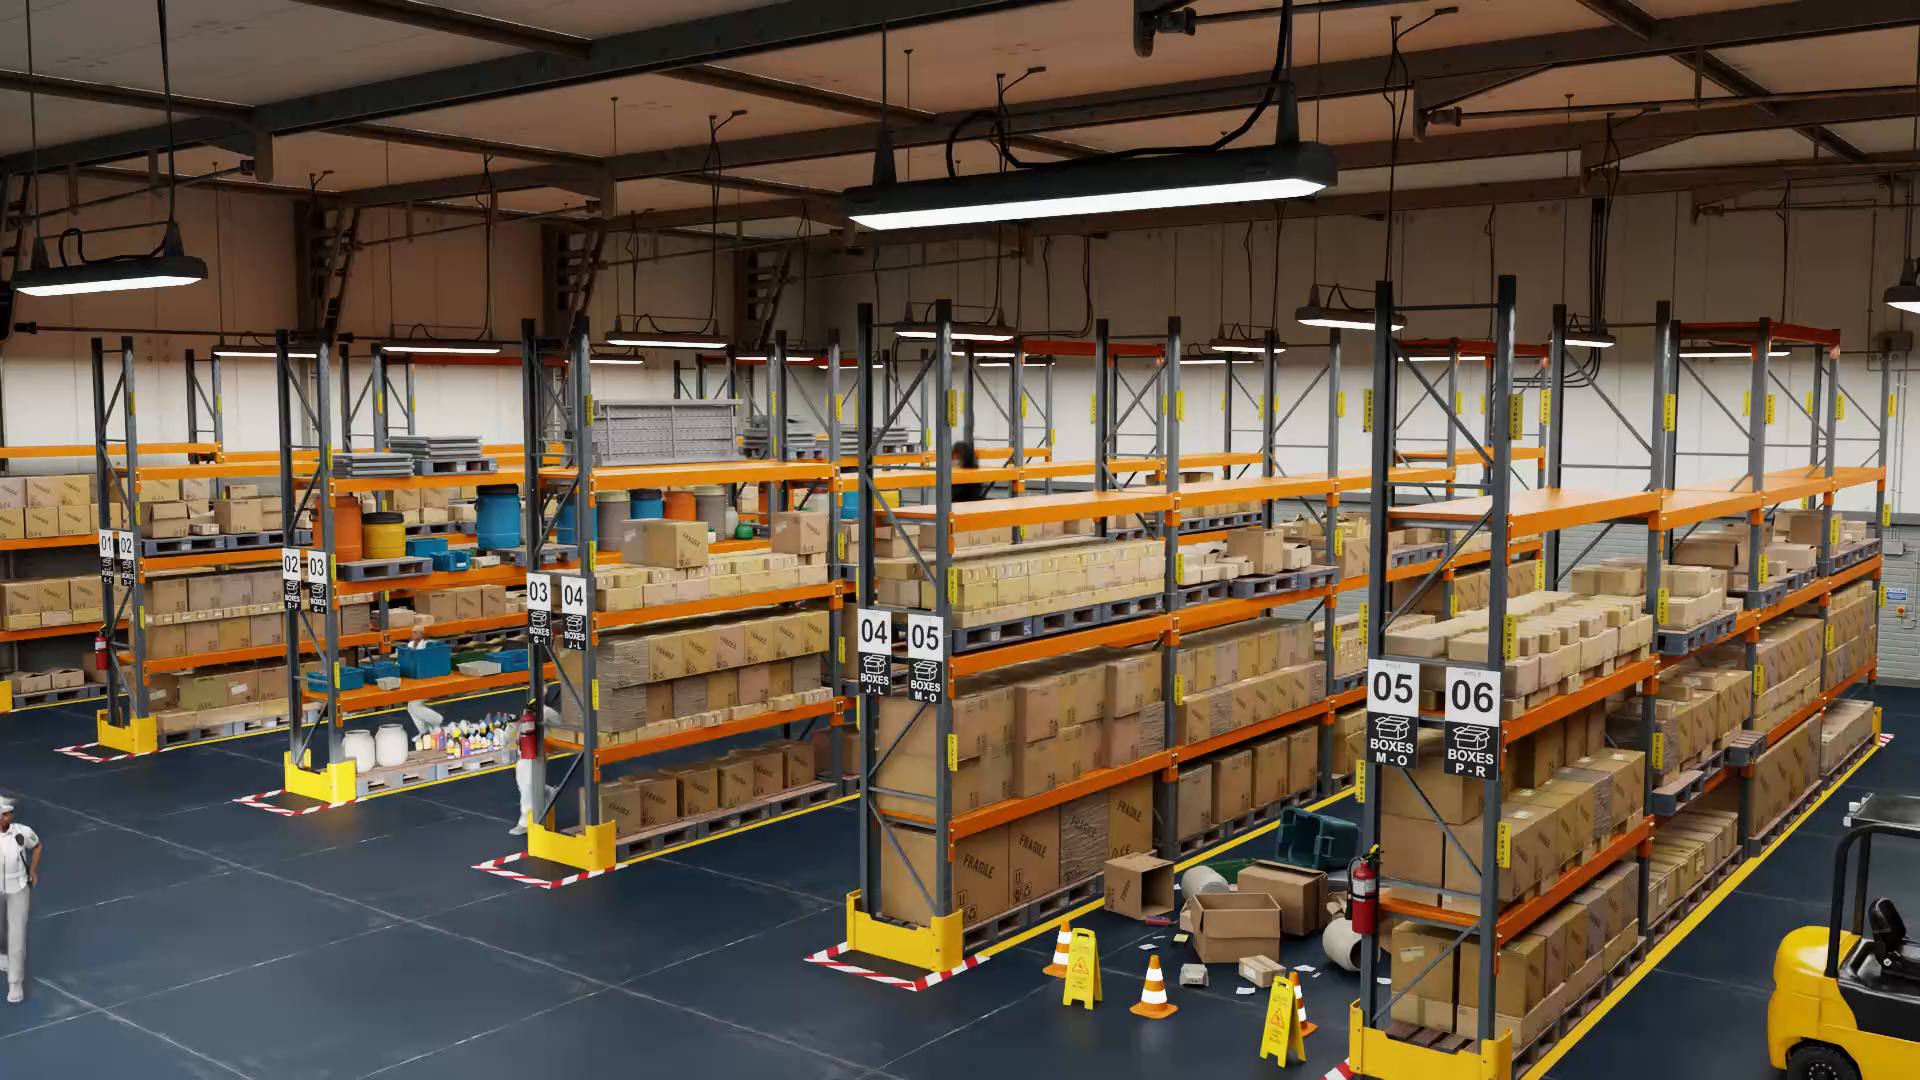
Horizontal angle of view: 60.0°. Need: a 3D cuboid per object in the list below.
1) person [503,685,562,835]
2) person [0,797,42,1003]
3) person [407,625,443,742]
[{"bbox_3d":[-5.045,2.567,19.738,0.658,1.751,0.871,3,6,31],"label":"person"},{"bbox_3d":[-8.265,3.054,14.407,0.579,1.694,0.923,-3,6,-28],"label":"person"},{"bbox_3d":[-8.086,2.136,24.827,0.716,1.743,0.630,3,6,33],"label":"person"}]
